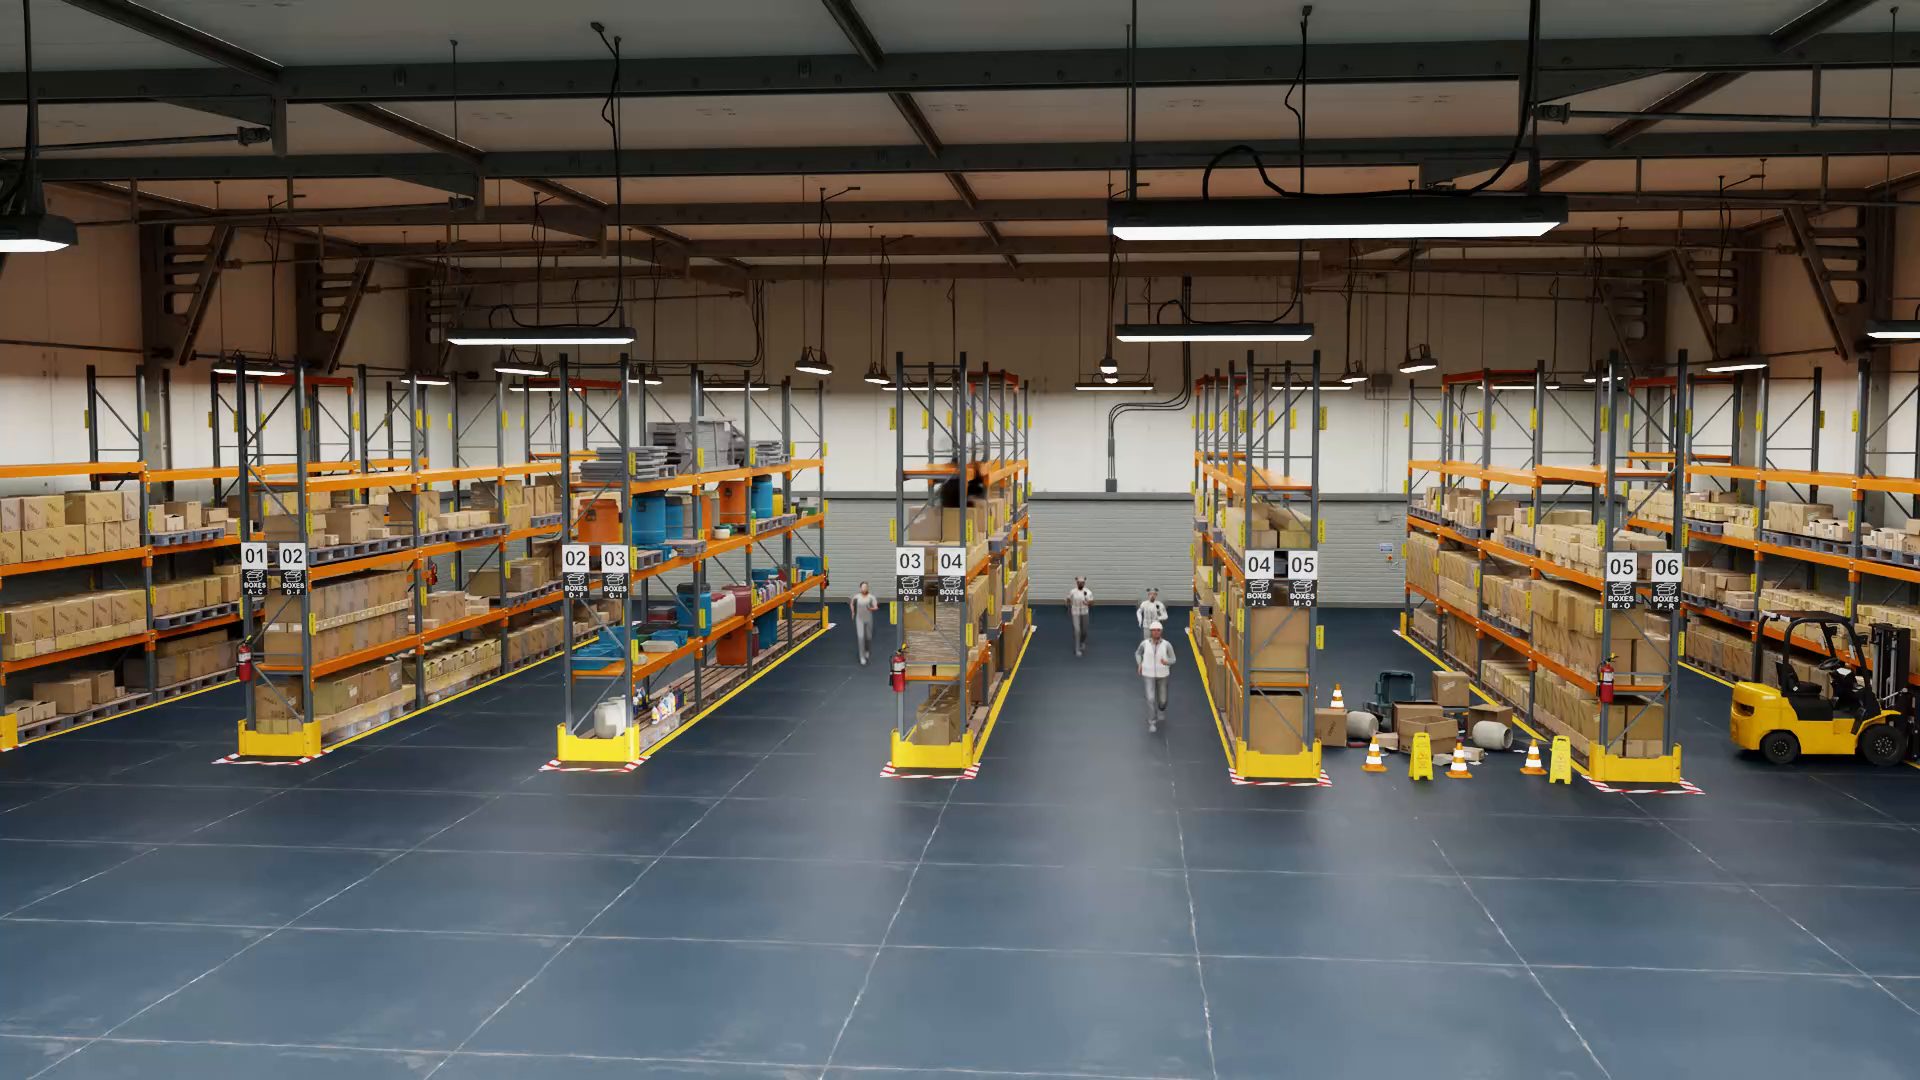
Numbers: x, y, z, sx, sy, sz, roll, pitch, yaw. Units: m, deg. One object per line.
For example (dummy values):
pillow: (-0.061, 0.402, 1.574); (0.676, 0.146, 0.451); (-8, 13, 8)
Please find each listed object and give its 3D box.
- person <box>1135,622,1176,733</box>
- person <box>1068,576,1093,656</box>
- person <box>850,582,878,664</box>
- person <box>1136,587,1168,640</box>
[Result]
person: (3.173, 2.200, 27.002); (0.667, 1.750, 0.919); (0, 4, 6)
person: (2.585, 1.603, 35.682); (0.533, 1.679, 0.941); (0, 4, 0)
person: (-1.985, 1.690, 34.488); (0.561, 1.657, 0.968); (-1, 4, -7)
person: (3.867, 1.777, 33.509); (0.624, 1.664, 0.884); (0, 4, 6)
